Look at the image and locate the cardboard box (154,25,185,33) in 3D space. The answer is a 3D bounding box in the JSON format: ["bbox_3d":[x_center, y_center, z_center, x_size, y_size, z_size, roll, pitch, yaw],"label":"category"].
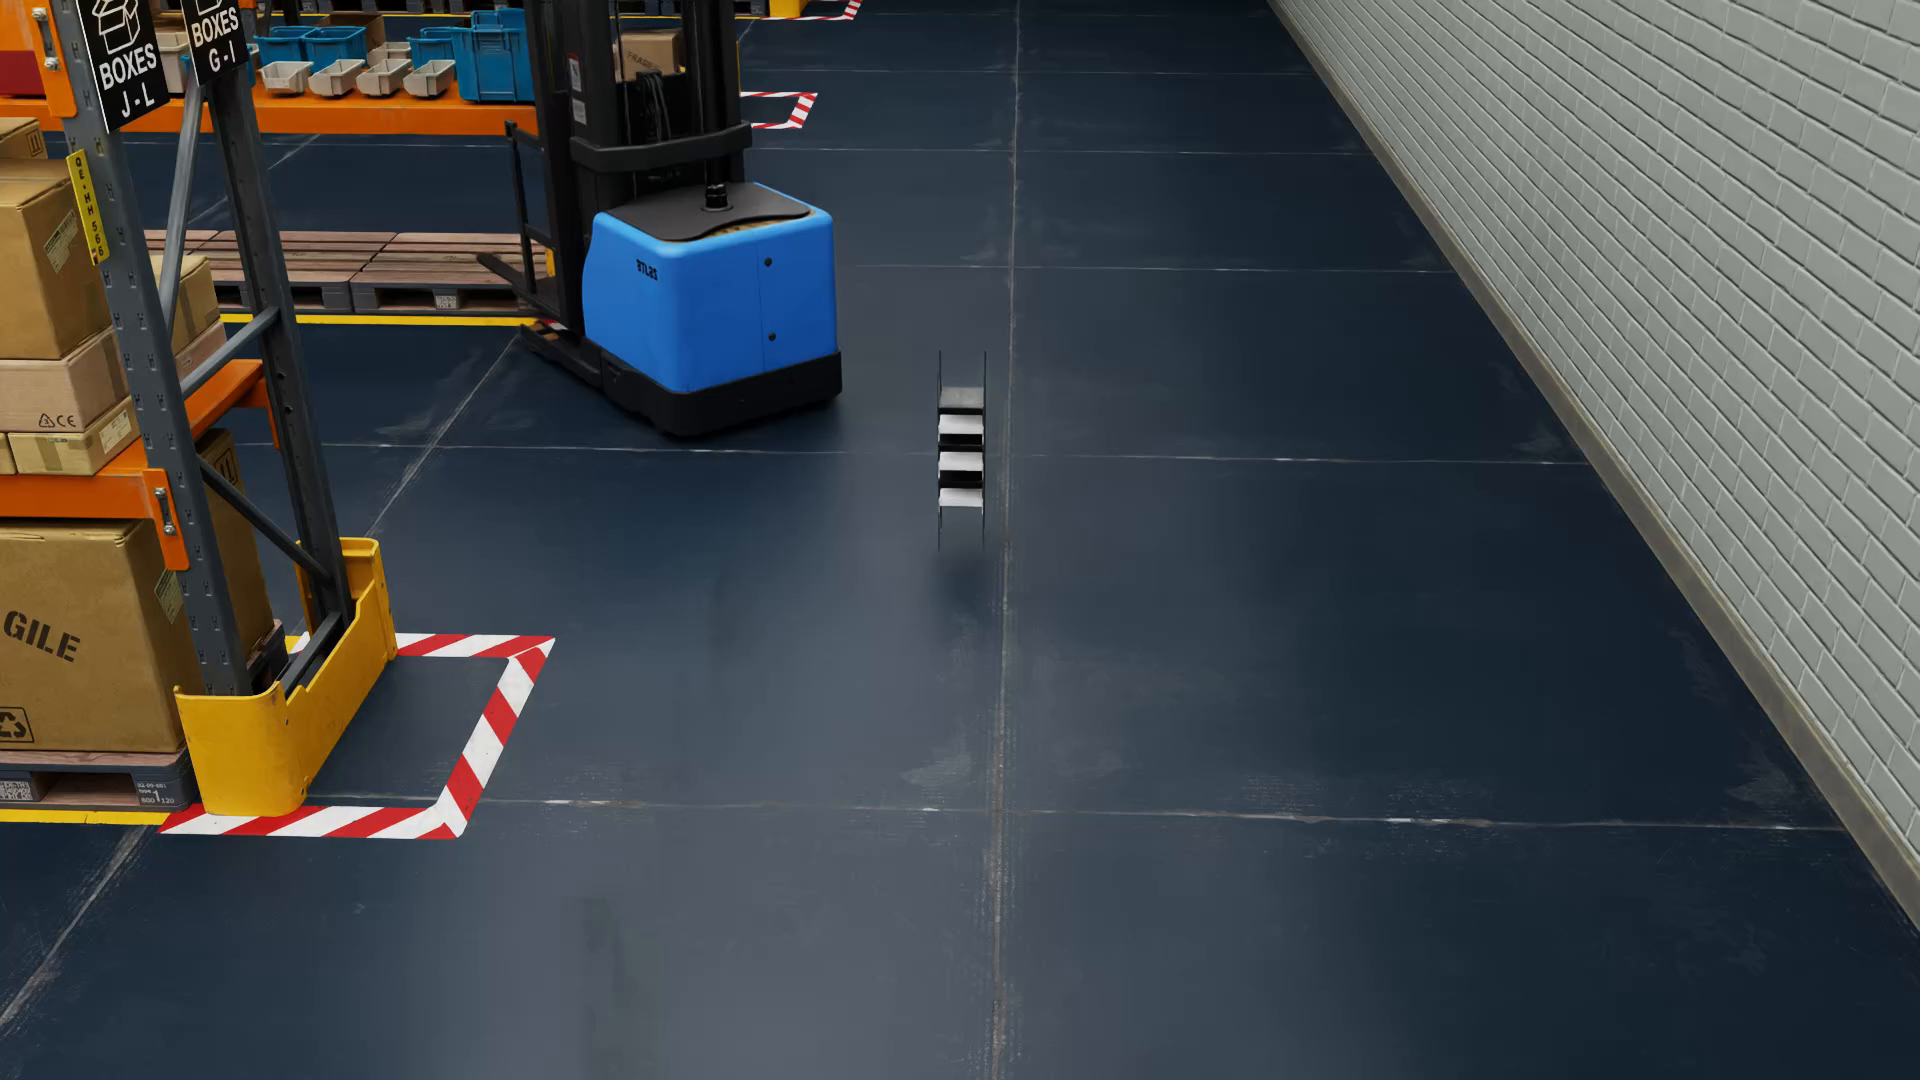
[{"bbox_3d":[-7.180,-4.298,14.855,0.500,0.500,0.500,1,28,2],"label":"cardboard box"}]

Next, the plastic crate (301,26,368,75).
[{"bbox_3d":[-3.915,-3.070,10.453,0.300,0.233,0.416,1,28,2],"label":"plastic crate"}]

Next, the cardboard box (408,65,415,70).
[{"bbox_3d":[-4.906,-4.147,14.926,0.250,0.166,0.380,1,28,2],"label":"cardboard box"}]

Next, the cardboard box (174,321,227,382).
[{"bbox_3d":[-2.882,-0.669,6.077,0.250,0.149,0.380,1,28,2],"label":"cardboard box"}]

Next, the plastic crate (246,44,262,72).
[{"bbox_3d":[-4.610,-3.026,10.472,0.466,0.136,0.293,1,28,2],"label":"plastic crate"}]

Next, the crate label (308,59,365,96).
[{"bbox_3d":[-3.753,-2.781,10.011,0.243,0.136,0.396,1,28,2],"label":"crate label"}]

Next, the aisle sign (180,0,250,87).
[{"bbox_3d":[-2.456,-1.907,5.369,0.004,0.787,0.394,1,28,2],"label":"aisle sign"}]

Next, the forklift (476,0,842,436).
[{"bbox_3d":[-1.941,-2.460,9.262,1.130,2.935,3.031,-20,34,-32],"label":"forklift"}]

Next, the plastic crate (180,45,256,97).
[{"bbox_3d":[-4.425,-2.804,9.952,0.300,0.233,0.416,1,28,2],"label":"plastic crate"}]

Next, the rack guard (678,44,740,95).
[{"bbox_3d":[-2.261,-4.153,15.050,0.348,0.500,1.175,1,28,2],"label":"rack guard"}]

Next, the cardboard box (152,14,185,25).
[{"bbox_3d":[-7.191,-4.538,15.307,0.500,0.500,0.500,1,28,3],"label":"cardboard box"}]

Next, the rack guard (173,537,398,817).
[{"bbox_3d":[-2.514,0.486,6.300,0.348,0.500,1.175,1,28,2],"label":"rack guard"}]

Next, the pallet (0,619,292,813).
[{"bbox_3d":[-3.340,0.636,6.324,1.213,0.211,1.003,1,28,2],"label":"pallet"}]

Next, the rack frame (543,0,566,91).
[{"bbox_3d":[-2.364,-2.938,10.089,0.127,3.000,1.000,1,28,2],"label":"rack frame"}]

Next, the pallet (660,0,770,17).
[{"bbox_3d":[-2.816,-6.319,19.446,1.213,0.211,1.003,1,28,2],"label":"pallet"}]

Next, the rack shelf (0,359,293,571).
[{"bbox_3d":[-4.537,-0.334,5.946,4.000,0.370,1.077,1,28,2],"label":"rack shelf"}]

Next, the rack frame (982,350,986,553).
[{"bbox_3d":[0.110,-0.396,7.536,0.006,0.900,0.240,1,28,2],"label":"rack frame"}]

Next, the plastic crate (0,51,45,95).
[{"bbox_3d":[-5.478,-2.926,9.935,0.583,0.464,0.402,1,28,2],"label":"plastic crate"}]

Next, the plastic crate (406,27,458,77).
[{"bbox_3d":[-3.257,-3.059,10.433,0.300,0.233,0.416,1,28,2],"label":"plastic crate"}]

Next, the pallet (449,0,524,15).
[{"bbox_3d":[-5.254,-6.360,19.522,1.213,0.211,1.003,1,28,2],"label":"pallet"}]

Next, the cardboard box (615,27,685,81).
[{"bbox_3d":[-2.737,-4.240,14.744,0.500,0.500,0.500,1,28,2],"label":"cardboard box"}]

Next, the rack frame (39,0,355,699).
[{"bbox_3d":[-2.538,-0.619,5.715,0.127,3.000,1.000,1,28,2],"label":"rack frame"}]

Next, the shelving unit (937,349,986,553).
[{"bbox_3d":[0.008,-0.397,7.539,0.210,0.900,0.258,1,28,2],"label":"shelving unit"}]

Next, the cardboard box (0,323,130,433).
[{"bbox_3d":[-3.032,-0.568,5.462,0.500,0.250,0.500,1,28,1],"label":"cardboard box"}]

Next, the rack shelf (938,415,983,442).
[{"bbox_3d":[0.008,-0.527,7.470,0.200,0.077,0.258,1,28,2],"label":"rack shelf"}]

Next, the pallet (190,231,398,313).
[{"bbox_3d":[-4.402,-1.759,10.842,1.213,0.211,1.003,1,28,2],"label":"pallet"}]

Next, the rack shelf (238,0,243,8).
[{"bbox_3d":[-8.181,-5.037,14.818,4.000,0.370,1.077,1,28,2],"label":"rack shelf"}]

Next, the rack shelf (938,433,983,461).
[{"bbox_3d":[0.008,-0.448,7.512,0.200,0.077,0.258,1,28,2],"label":"rack shelf"}]

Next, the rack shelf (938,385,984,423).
[{"bbox_3d":[0.008,-0.607,7.428,0.200,0.077,0.258,1,28,2],"label":"rack shelf"}]

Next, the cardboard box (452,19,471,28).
[{"bbox_3d":[-4.305,-4.385,15.015,0.637,0.503,0.797,1,28,2],"label":"cardboard box"}]

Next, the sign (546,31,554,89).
[{"bbox_3d":[-2.367,-2.752,9.564,0.005,0.325,0.100,1,28,2],"label":"sign"}]

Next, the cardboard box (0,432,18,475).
[{"bbox_3d":[-3.166,-0.363,5.501,0.250,0.149,0.380,1,28,2],"label":"cardboard box"}]

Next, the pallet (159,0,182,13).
[{"bbox_3d":[-9.224,-6.427,19.648,1.213,0.211,1.003,1,28,2],"label":"pallet"}]

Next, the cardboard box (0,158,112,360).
[{"bbox_3d":[-3.035,-0.901,5.288,0.500,0.500,0.500,1,28,2],"label":"cardboard box"}]

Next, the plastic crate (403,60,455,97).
[{"bbox_3d":[-3.185,-2.776,10.002,0.243,0.136,0.396,1,28,2],"label":"plastic crate"}]
